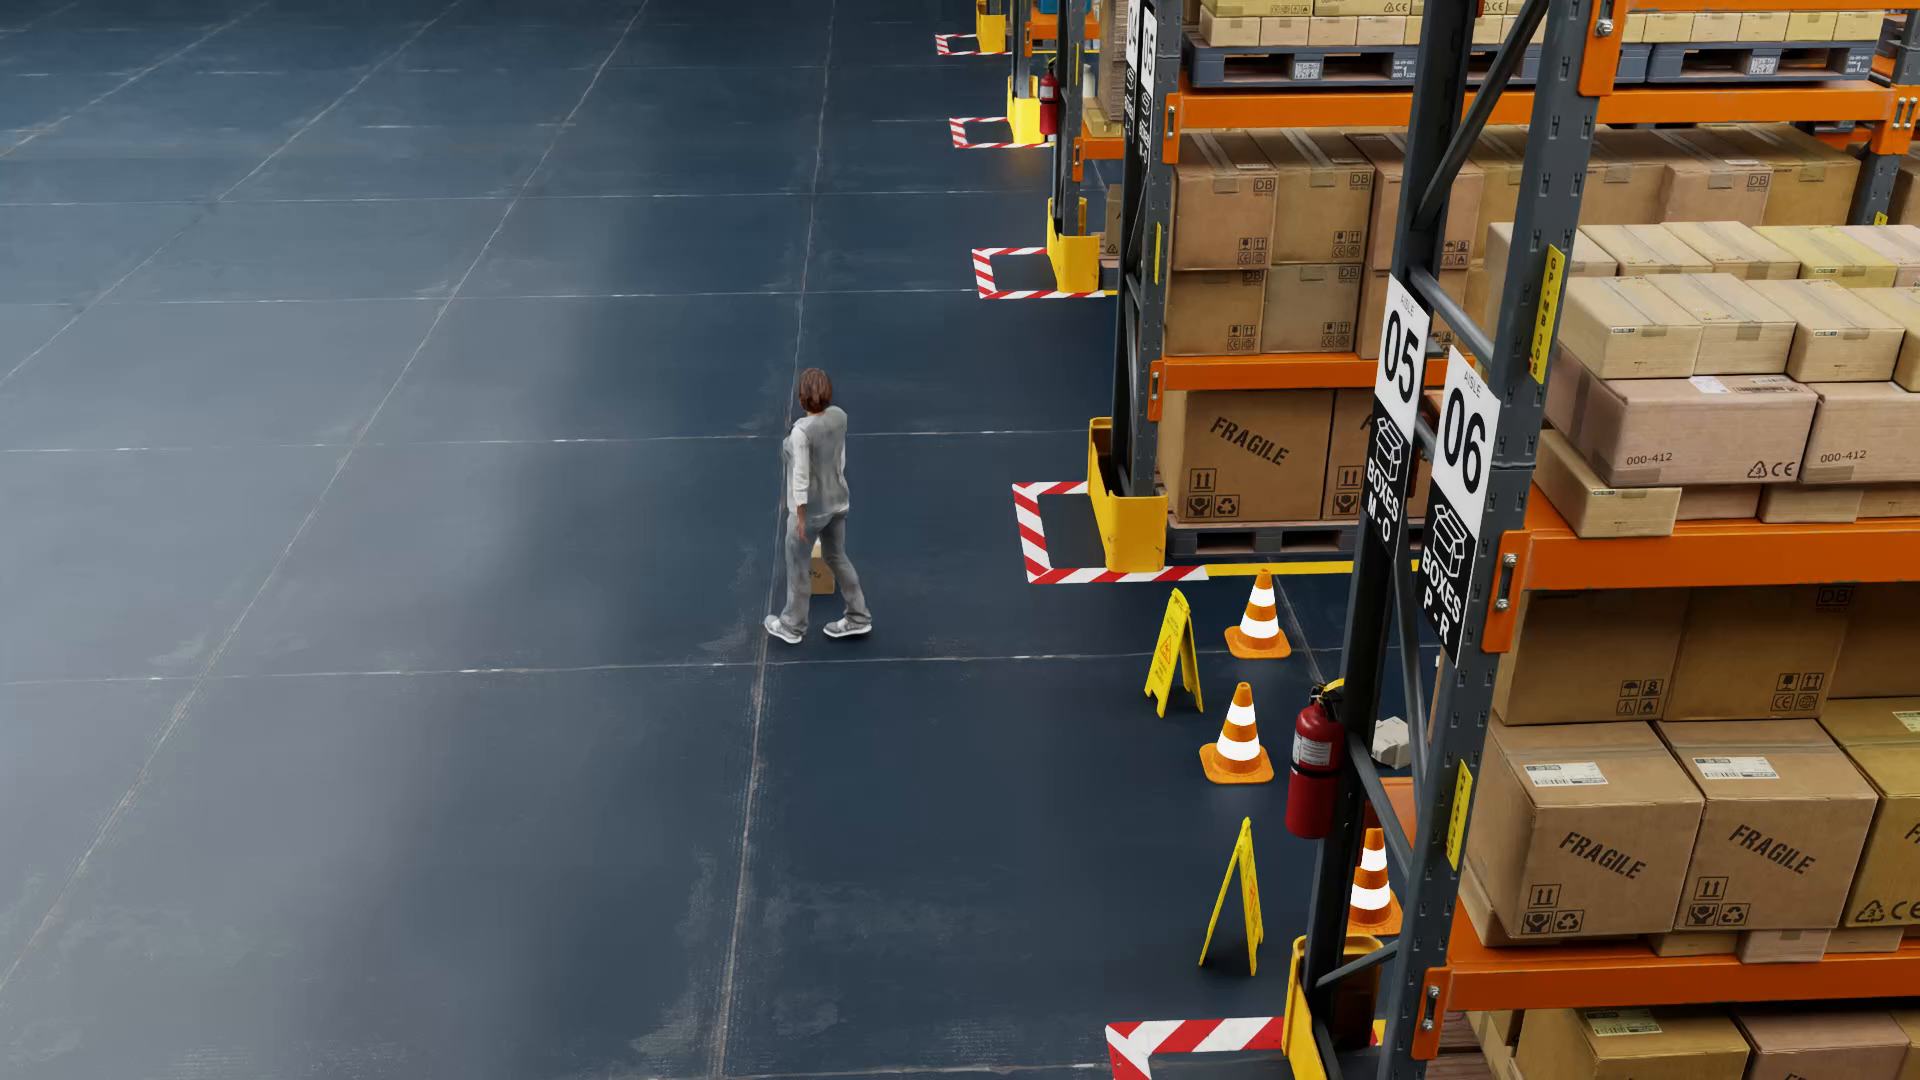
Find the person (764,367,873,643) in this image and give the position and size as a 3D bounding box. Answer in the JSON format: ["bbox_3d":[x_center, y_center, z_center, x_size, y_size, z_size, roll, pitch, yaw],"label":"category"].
[{"bbox_3d":[-0.792,-0.179,8.938,0.547,1.593,0.411,20,34,32],"label":"person"}]
